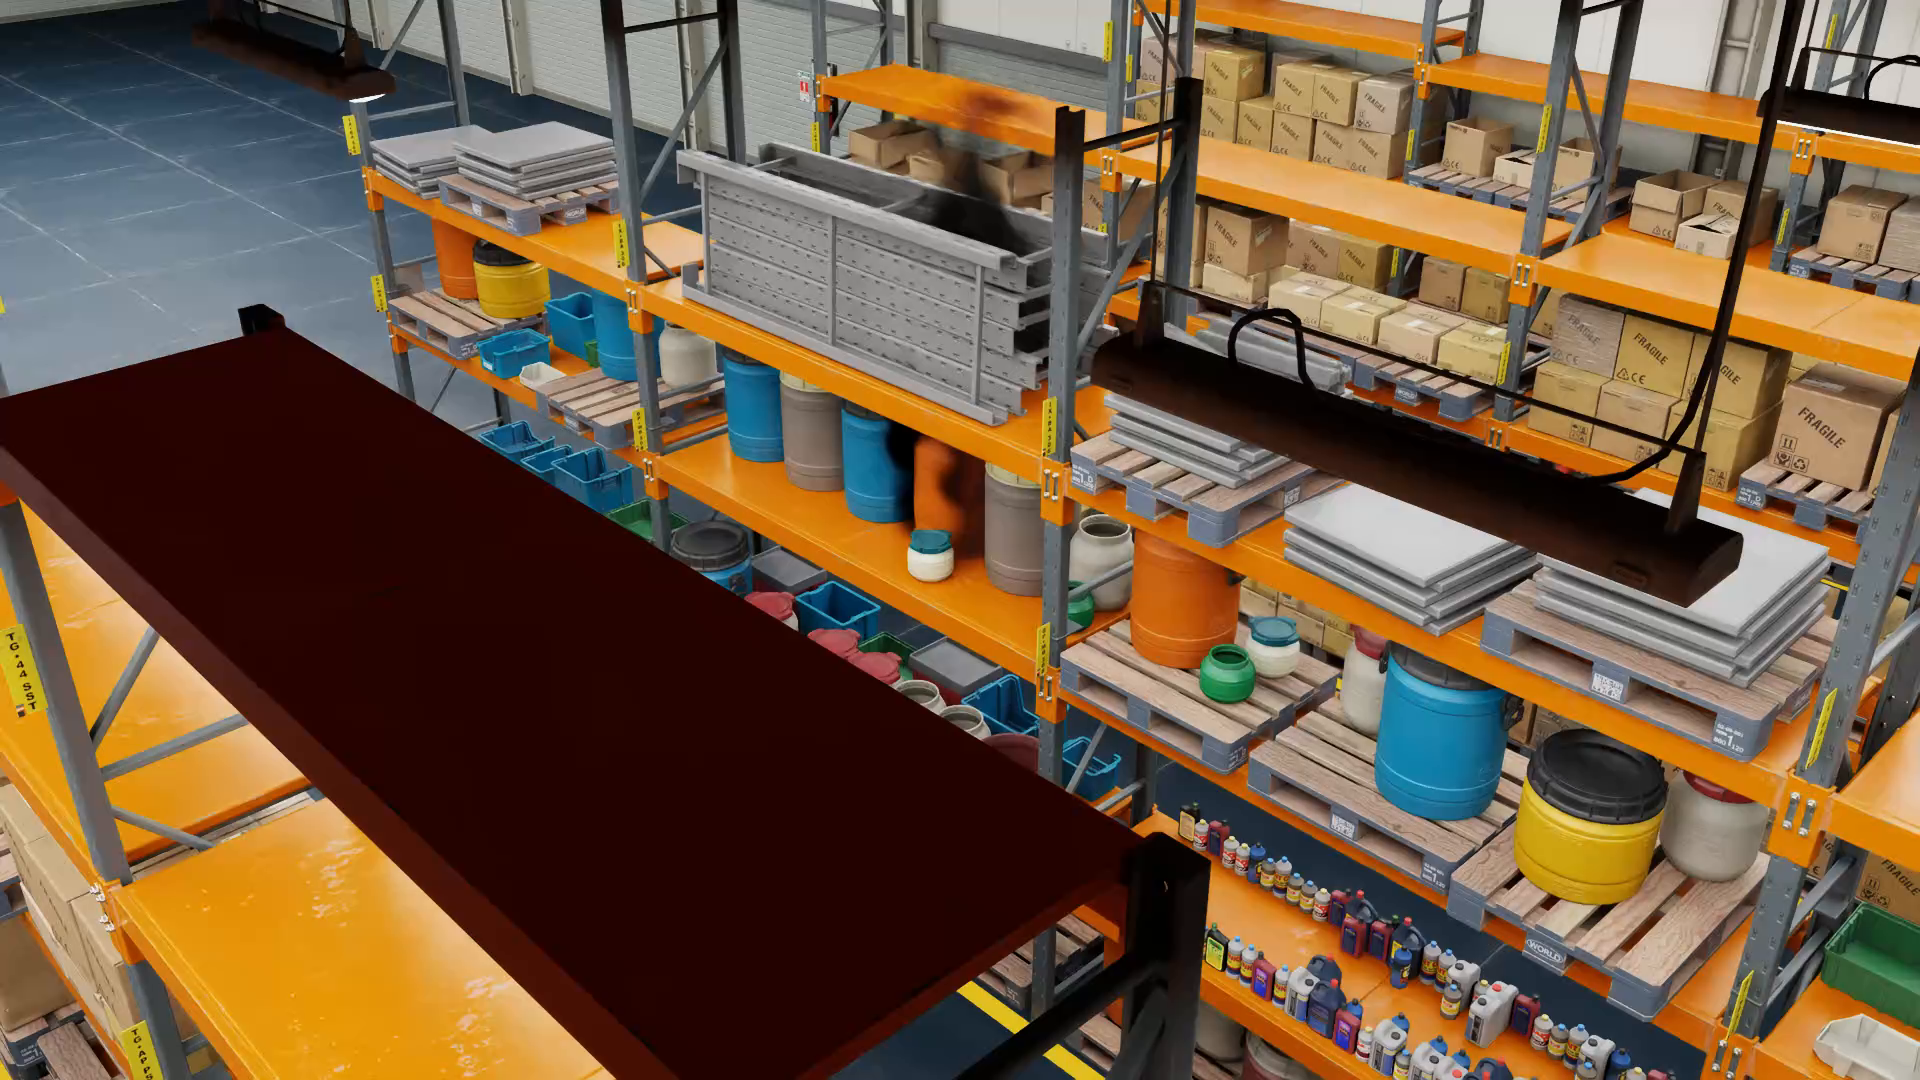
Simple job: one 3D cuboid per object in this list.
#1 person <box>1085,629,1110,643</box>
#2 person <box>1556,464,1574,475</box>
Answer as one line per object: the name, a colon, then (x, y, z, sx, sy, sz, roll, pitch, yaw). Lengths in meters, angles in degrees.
person: (1.197, 0.582, 13.438, 0.783, 1.671, 0.603, 17, 33, 29)
person: (5.452, -0.246, 15.514, 0.729, 1.683, 0.642, 21, 34, 33)
